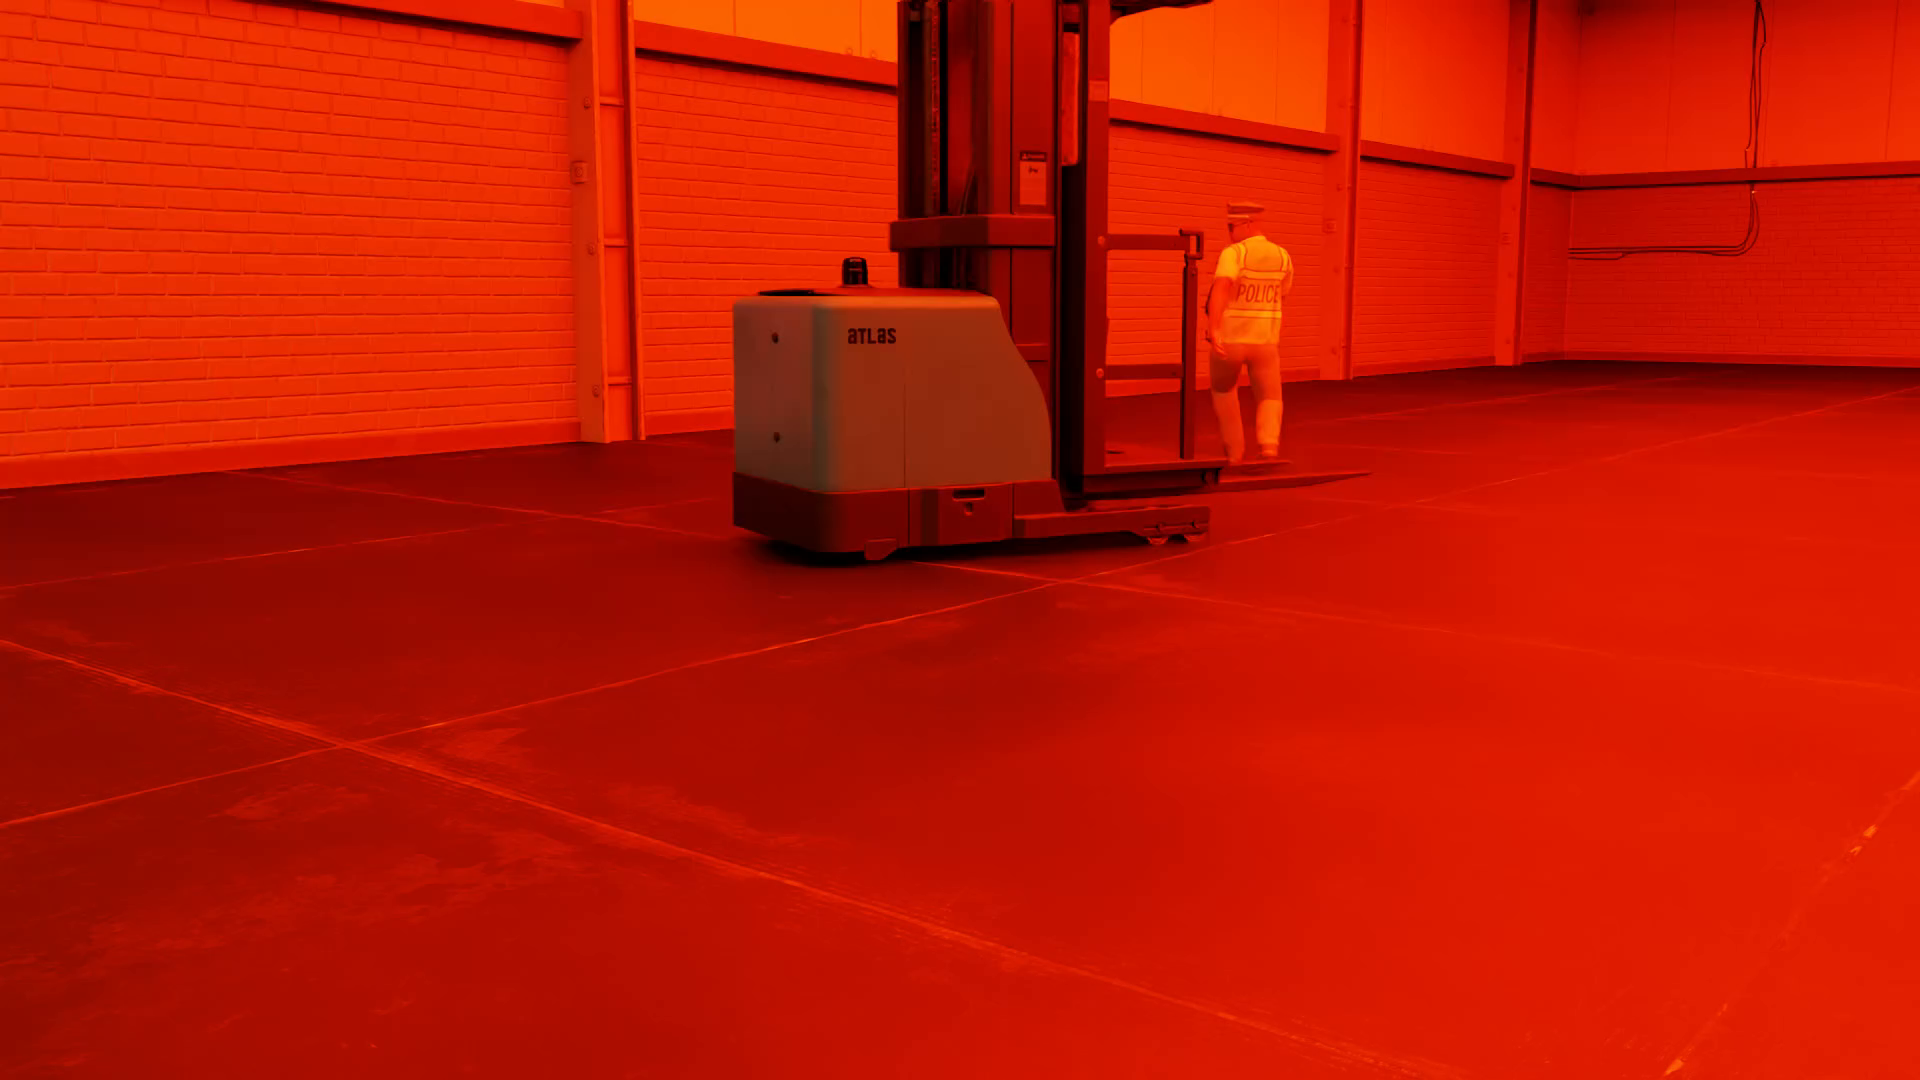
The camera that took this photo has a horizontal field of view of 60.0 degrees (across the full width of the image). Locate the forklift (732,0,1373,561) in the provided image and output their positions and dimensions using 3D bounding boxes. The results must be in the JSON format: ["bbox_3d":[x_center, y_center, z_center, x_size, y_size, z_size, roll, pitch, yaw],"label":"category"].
[{"bbox_3d":[0.532,-1.495,7.499,3.031,2.935,1.130,-5,9,-29],"label":"forklift"}]

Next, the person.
[{"bbox_3d":[1.765,-1.240,10.248,0.583,1.667,0.883,0,8,-2],"label":"person"}]
